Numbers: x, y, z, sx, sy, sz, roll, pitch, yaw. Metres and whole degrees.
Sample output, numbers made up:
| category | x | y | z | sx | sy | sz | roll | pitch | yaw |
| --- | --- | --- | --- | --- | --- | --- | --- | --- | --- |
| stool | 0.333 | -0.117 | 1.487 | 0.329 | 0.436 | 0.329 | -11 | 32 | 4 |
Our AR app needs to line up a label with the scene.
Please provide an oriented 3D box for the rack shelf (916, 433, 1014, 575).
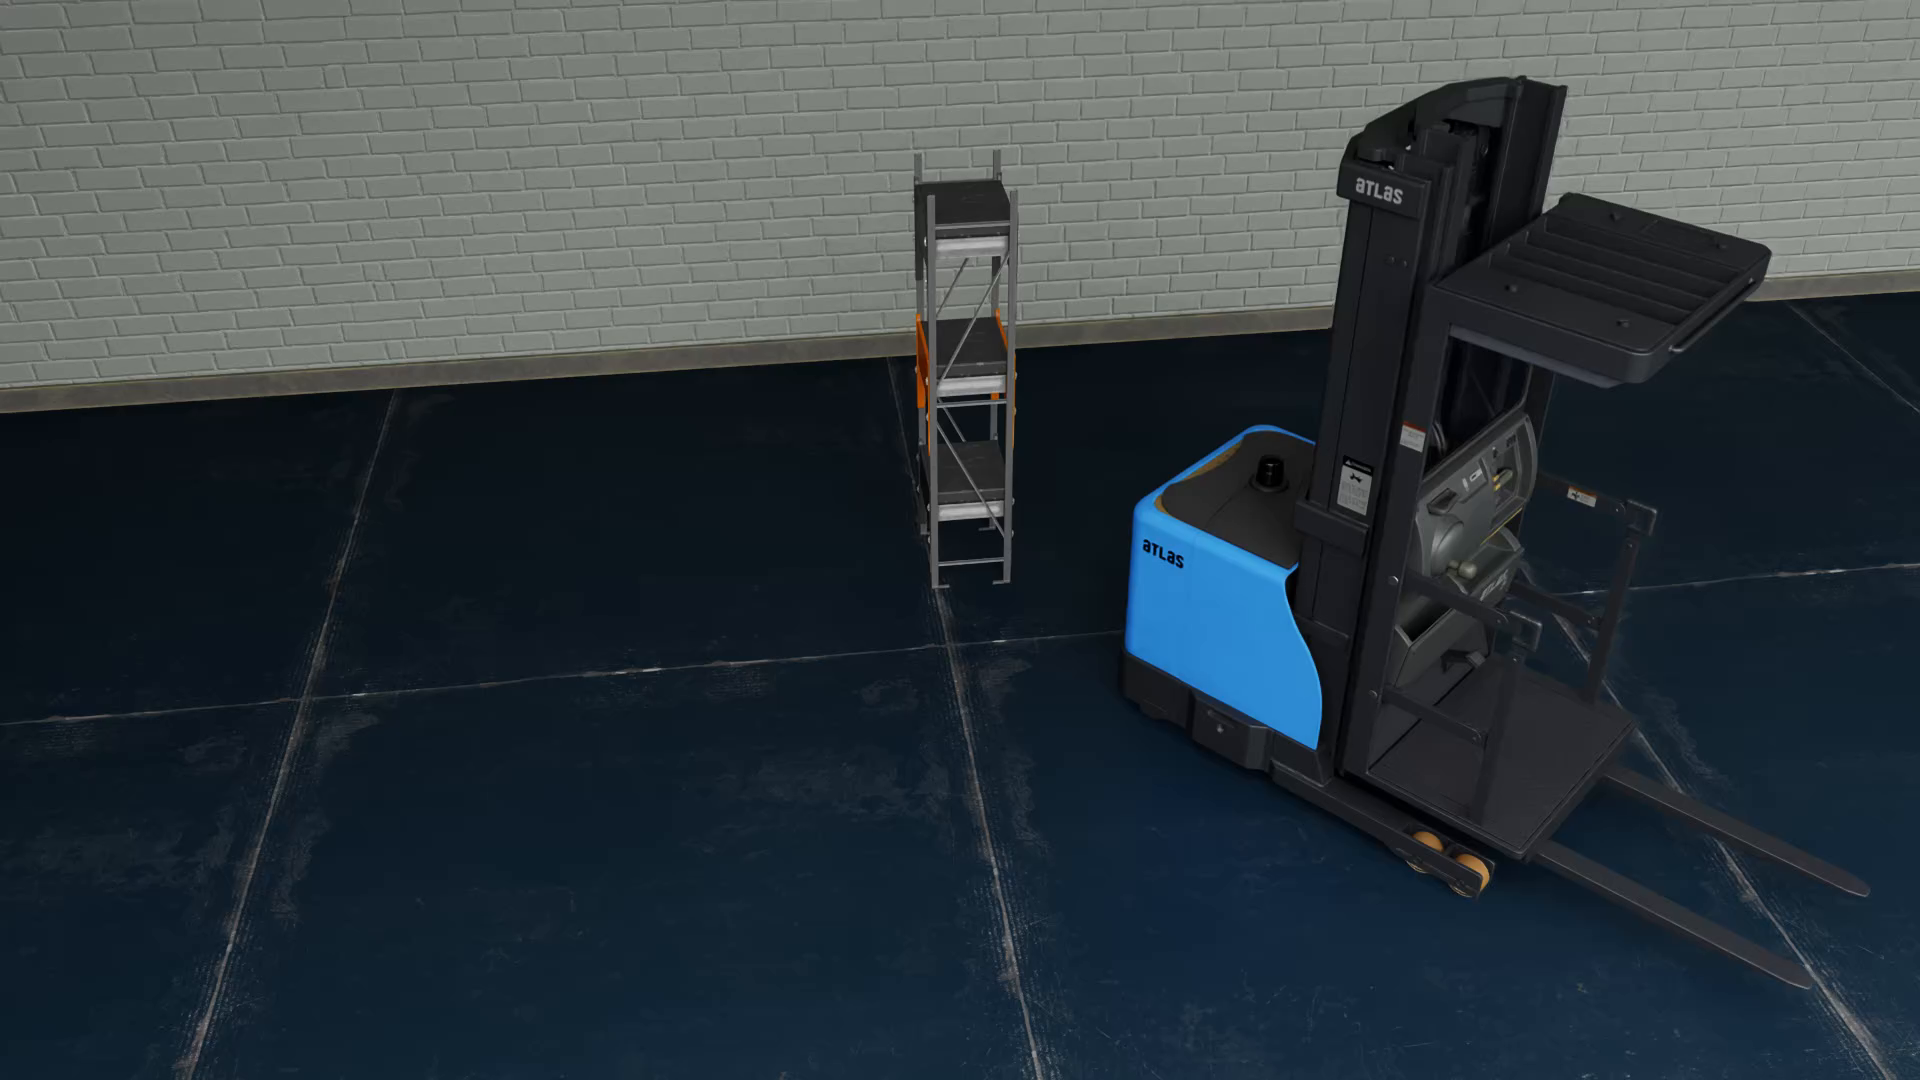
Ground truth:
| category | x | y | z | sx | sy | sz | roll | pitch | yaw |
| --- | --- | --- | --- | --- | --- | --- | --- | --- | --- |
| rack shelf | 0.022 | -0.186 | 8.425 | 0.431 | 0.518 | 0.480 | -4 | 35 | -6 |

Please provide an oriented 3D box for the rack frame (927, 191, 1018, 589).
| category | x | y | z | sx | sy | sz | roll | pitch | yaw |
| --- | --- | --- | --- | --- | --- | --- | --- | --- | --- |
| rack frame | 0.055 | -0.639 | 7.823 | 0.400 | 2.100 | 0.015 | -4 | 35 | -6 |

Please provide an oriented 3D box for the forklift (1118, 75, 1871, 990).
| category | x | y | z | sx | sy | sz | roll | pitch | yaw |
| --- | --- | --- | --- | --- | --- | --- | --- | --- | --- |
| forklift | 2.155 | -0.121 | 6.325 | 3.031 | 2.935 | 1.130 | 27 | 43 | 34 |

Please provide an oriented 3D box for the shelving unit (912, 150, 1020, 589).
| category | x | y | z | sx | sy | sz | roll | pitch | yaw |
| --- | --- | --- | --- | --- | --- | --- | --- | --- | --- |
| shelving unit | 0.022 | -0.775 | 8.023 | 0.431 | 2.100 | 0.503 | -4 | 35 | -6 |

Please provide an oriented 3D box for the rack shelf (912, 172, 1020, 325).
| category | x | y | z | sx | sy | sz | roll | pitch | yaw |
| --- | --- | --- | --- | --- | --- | --- | --- | --- | --- |
| rack shelf | 0.022 | -1.342 | 7.637 | 0.431 | 0.518 | 0.480 | -4 | 35 | -6 |

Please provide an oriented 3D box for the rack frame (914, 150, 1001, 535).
| category | x | y | z | sx | sy | sz | roll | pitch | yaw |
| --- | --- | --- | --- | --- | --- | --- | --- | --- | --- |
| rack frame | -0.011 | -0.911 | 8.223 | 0.400 | 2.100 | 0.015 | -4 | 35 | -6 |

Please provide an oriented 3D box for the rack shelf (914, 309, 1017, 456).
| category | x | y | z | sx | sy | sz | roll | pitch | yaw |
| --- | --- | --- | --- | --- | --- | --- | --- | --- | --- |
| rack shelf | 0.022 | -0.764 | 8.031 | 0.431 | 0.518 | 0.480 | -4 | 35 | -6 |
